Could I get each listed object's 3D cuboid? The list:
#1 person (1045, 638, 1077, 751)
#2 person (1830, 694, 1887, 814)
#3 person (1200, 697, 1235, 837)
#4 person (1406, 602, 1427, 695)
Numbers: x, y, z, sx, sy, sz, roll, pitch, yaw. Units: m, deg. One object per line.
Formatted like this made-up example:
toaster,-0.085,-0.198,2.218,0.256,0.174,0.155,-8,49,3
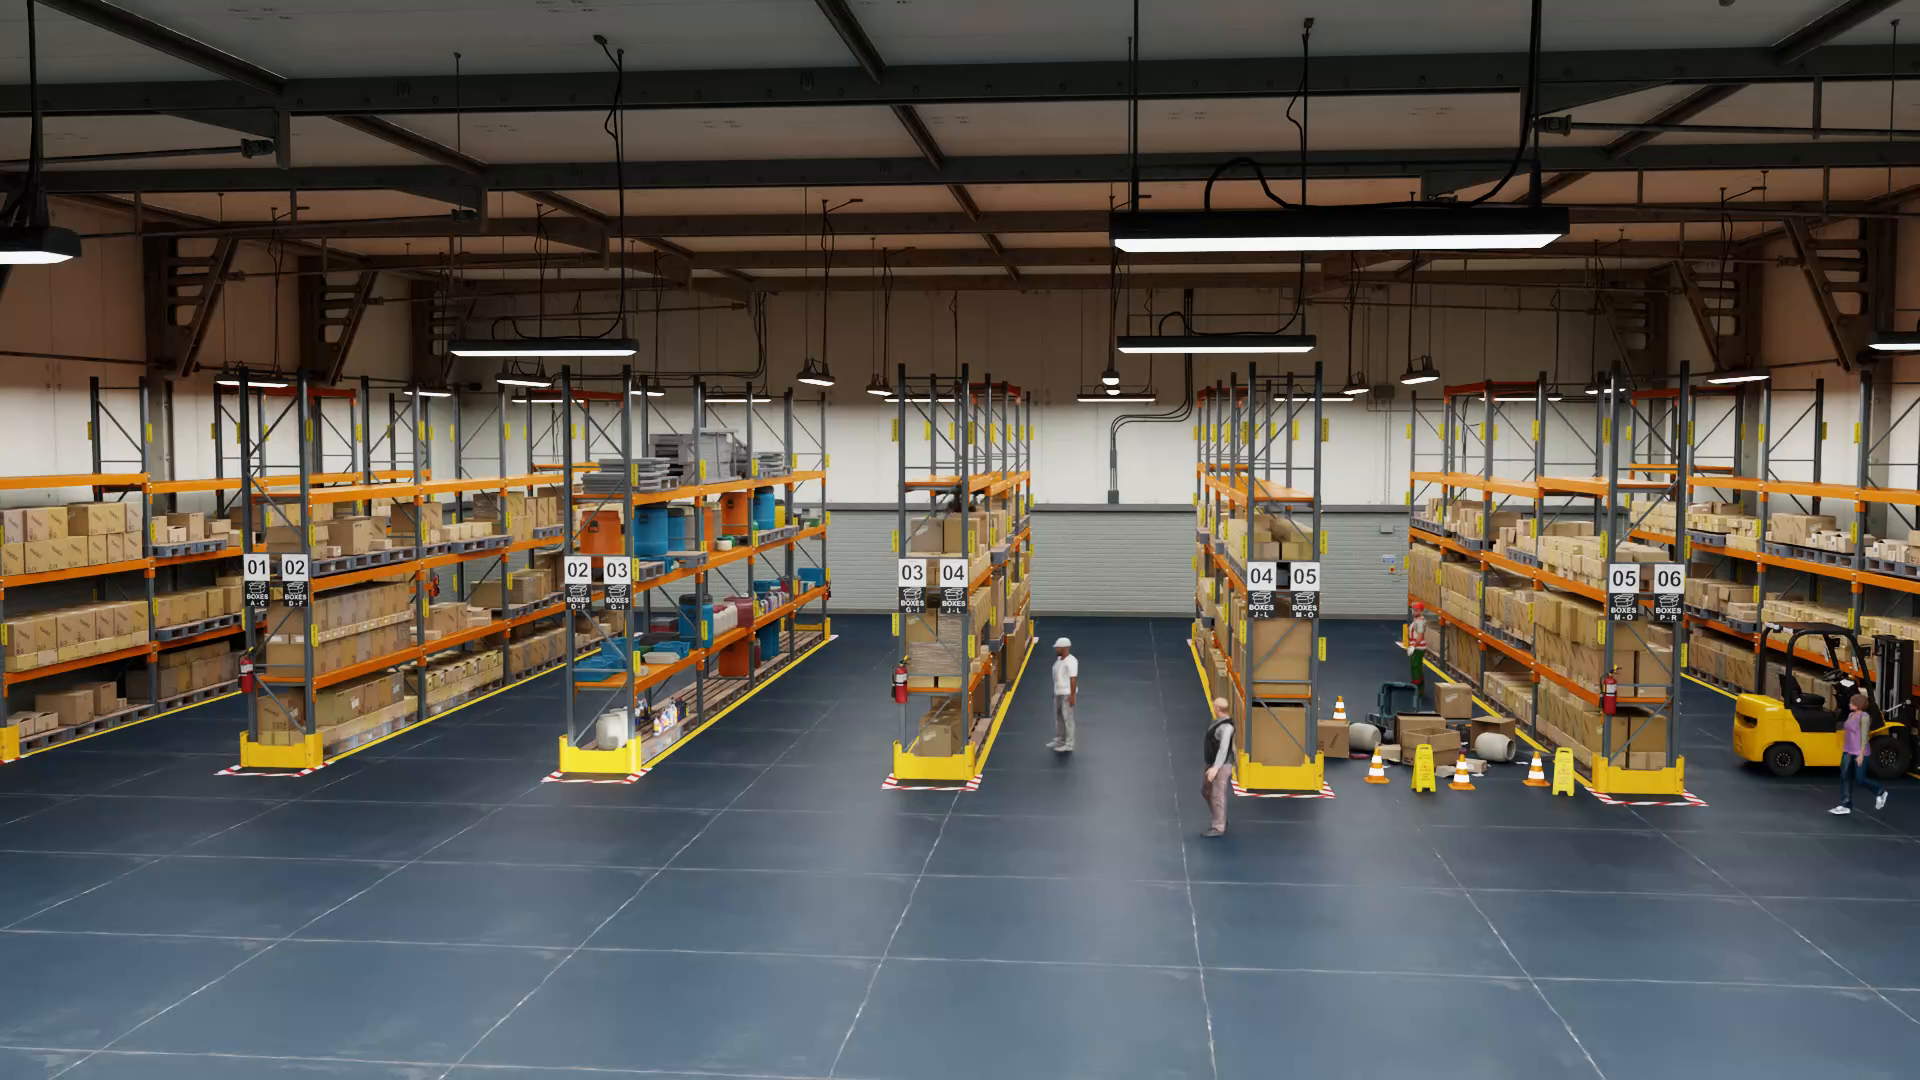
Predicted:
person,1.600,2.424,26.250,0.443,1.770,0.630,-2,4,-22
person,11.792,2.802,21.783,0.711,1.588,0.388,-1,4,-15
person,3.179,2.835,20.720,0.447,1.771,0.625,-1,4,-9
person,8.655,2.094,31.550,0.400,1.822,0.643,1,4,22
